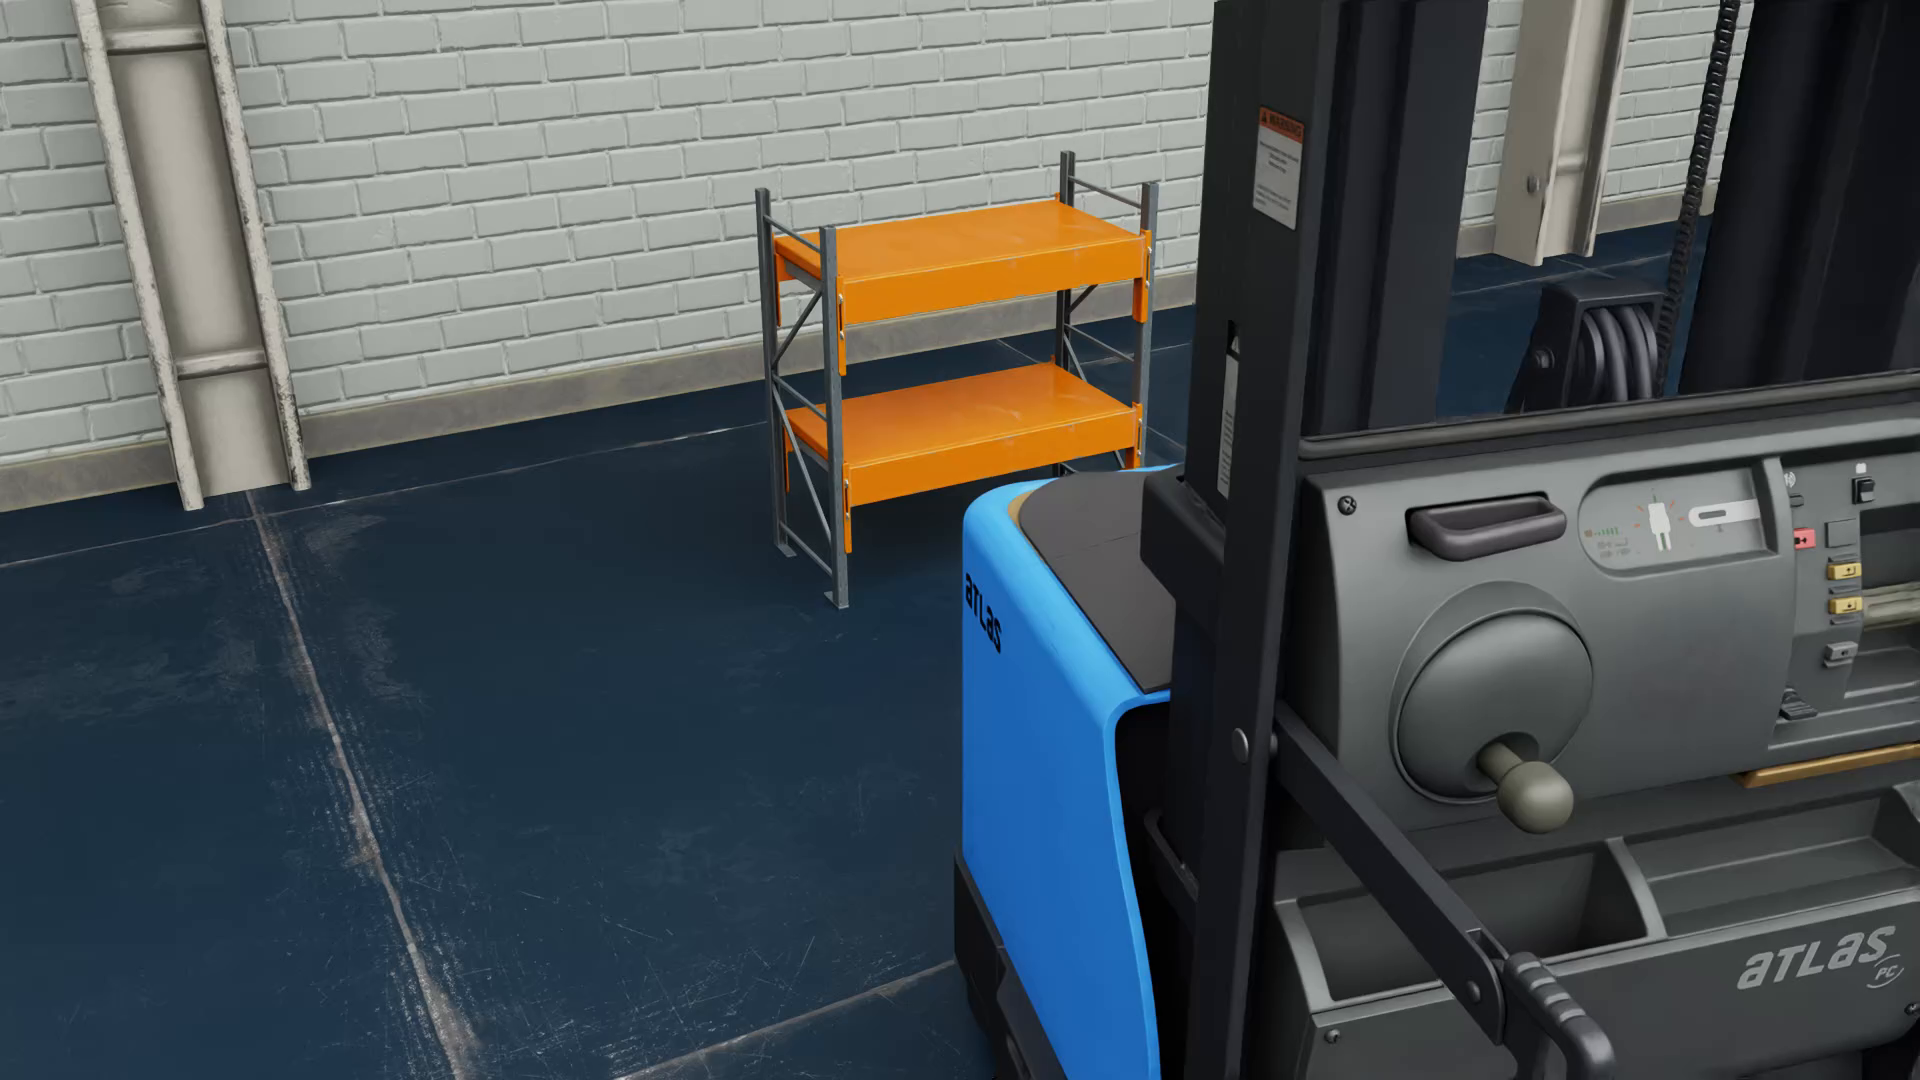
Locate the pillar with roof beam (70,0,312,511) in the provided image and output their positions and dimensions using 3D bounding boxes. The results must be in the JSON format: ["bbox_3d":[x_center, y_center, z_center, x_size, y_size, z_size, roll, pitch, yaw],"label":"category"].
[{"bbox_3d":[-0.410,-2.606,0.281,0.400,9.000,9.100,-13,29,-25],"label":"pillar with roof beam"}]

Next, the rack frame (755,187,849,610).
[{"bbox_3d":[-0.455,-0.402,4.788,0.032,1.125,0.500,-13,29,-25],"label":"rack frame"}]

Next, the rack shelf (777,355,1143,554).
[{"bbox_3d":[-0.006,-0.285,5.109,1.000,0.278,0.538,-13,29,-25],"label":"rack shelf"}]

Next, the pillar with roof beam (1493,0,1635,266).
[{"bbox_3d":[4.885,-3.828,2.827,0.400,9.000,9.100,-13,29,-25],"label":"pillar with roof beam"}]

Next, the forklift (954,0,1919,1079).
[{"bbox_3d":[0.884,0.106,1.643,1.130,2.935,3.031,-7,27,-14],"label":"forklift"}]

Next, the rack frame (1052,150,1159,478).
[{"bbox_3d":[0.443,-0.609,5.219,0.032,1.125,0.500,-13,29,-25],"label":"rack frame"}]

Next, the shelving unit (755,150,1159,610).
[{"bbox_3d":[-0.006,-0.506,5.004,1.048,1.125,0.538,-13,29,-25],"label":"shelving unit"}]

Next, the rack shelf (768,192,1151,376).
[{"bbox_3d":[-0.006,-0.770,4.877,1.000,0.278,0.538,-13,29,-25],"label":"rack shelf"}]
